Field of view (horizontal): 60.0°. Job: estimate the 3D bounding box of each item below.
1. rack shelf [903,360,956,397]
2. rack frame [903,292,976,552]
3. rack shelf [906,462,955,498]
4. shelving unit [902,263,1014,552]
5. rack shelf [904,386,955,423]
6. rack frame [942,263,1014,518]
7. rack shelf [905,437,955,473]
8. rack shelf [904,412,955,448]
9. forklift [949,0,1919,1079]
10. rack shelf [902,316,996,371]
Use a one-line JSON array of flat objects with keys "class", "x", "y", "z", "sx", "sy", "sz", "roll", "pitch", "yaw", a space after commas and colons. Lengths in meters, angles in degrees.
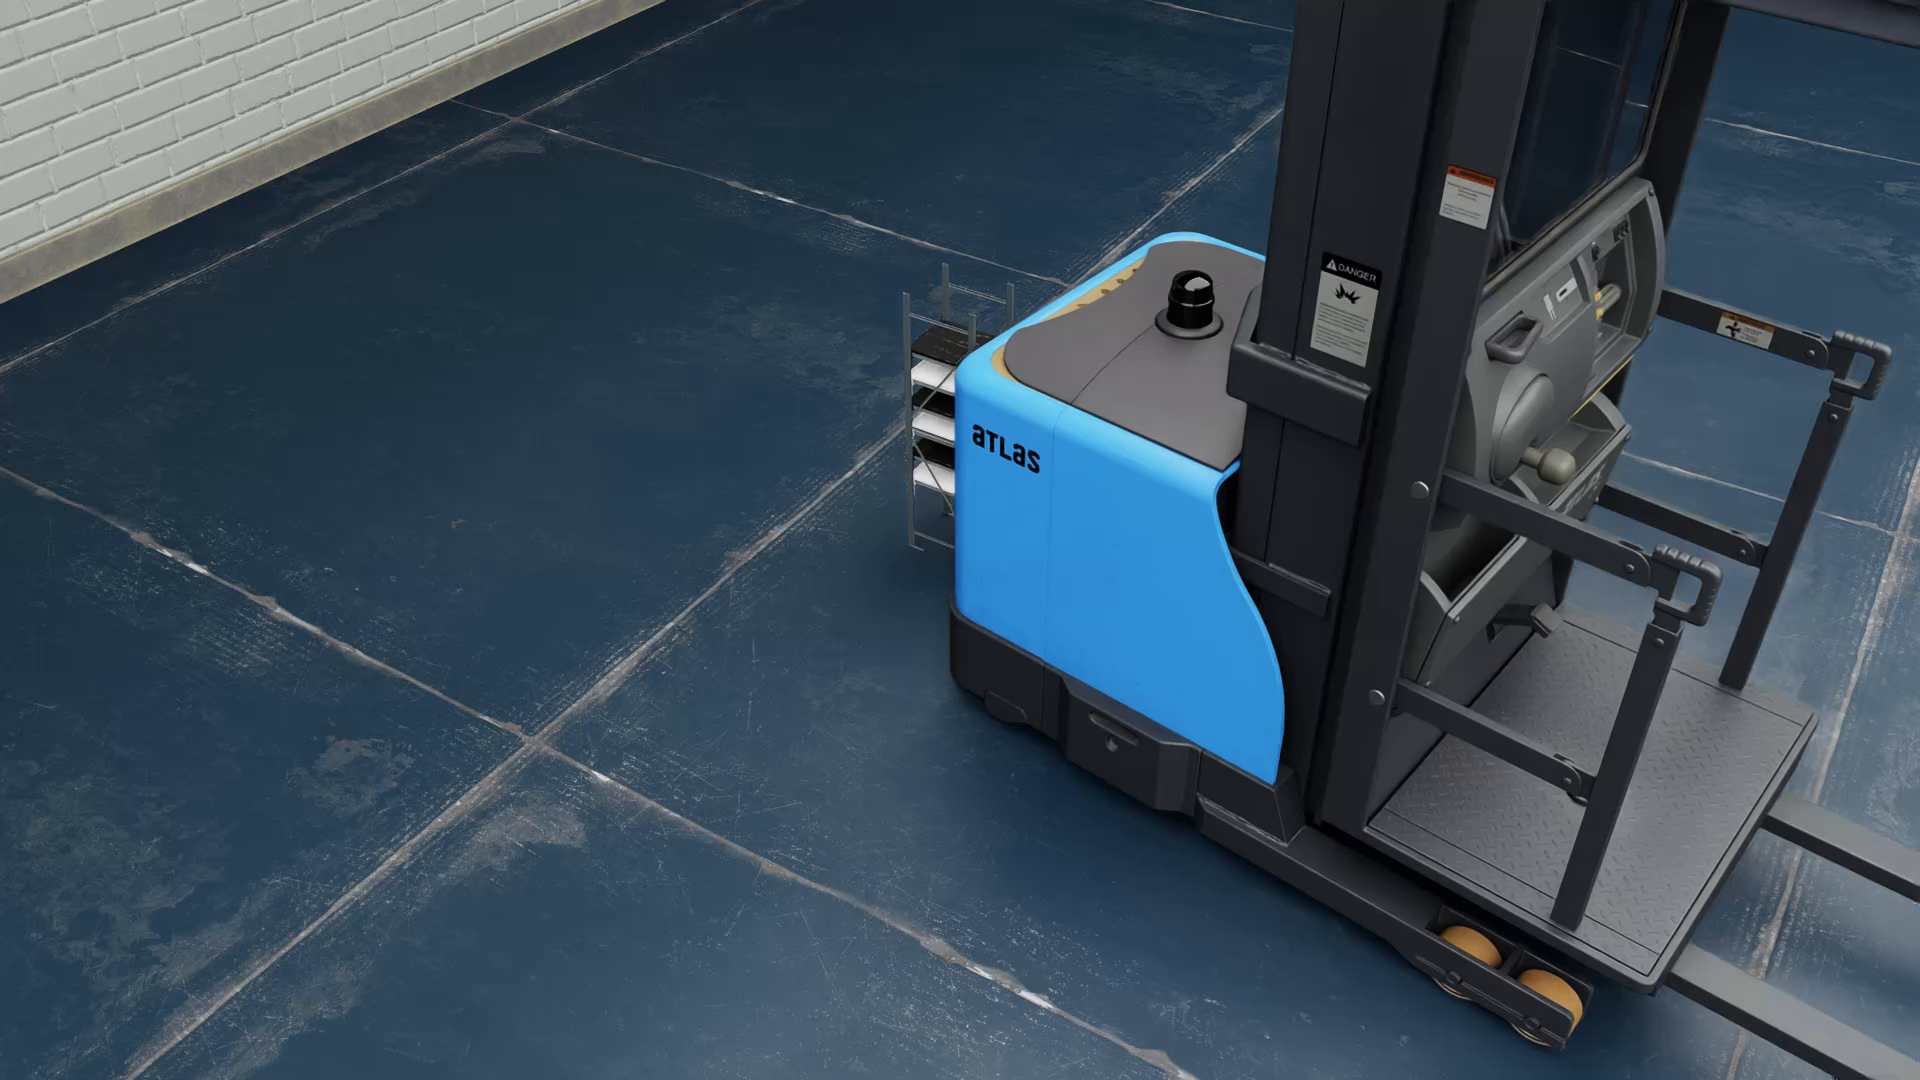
[{"class": "rack shelf", "x": -0.004, "y": -0.468, "z": 4.880, "sx": 0.258, "sy": 0.077, "sz": 0.200, "roll": 21, "pitch": 42, "yaw": 25}, {"class": "rack frame", "x": -0.059, "y": -0.300, "z": 4.902, "sx": 0.240, "sy": 0.900, "sz": 0.006, "roll": 21, "pitch": 42, "yaw": 25}, {"class": "rack shelf", "x": -0.004, "y": -0.183, "z": 5.100, "sx": 0.258, "sy": 0.077, "sz": 0.200, "roll": 21, "pitch": 42, "yaw": 25}, {"class": "shelving unit", "x": -0.004, "y": -0.352, "z": 4.970, "sx": 0.258, "sy": 0.900, "sz": 0.210, "roll": 21, "pitch": 42, "yaw": 25}, {"class": "rack shelf", "x": -0.004, "y": -0.397, "z": 4.935, "sx": 0.258, "sy": 0.077, "sz": 0.200, "roll": 21, "pitch": 42, "yaw": 25}, {"class": "rack frame", "x": 0.050, "y": -0.405, "z": 5.038, "sx": 0.240, "sy": 0.900, "sz": 0.006, "roll": 21, "pitch": 42, "yaw": 25}, {"class": "rack shelf", "x": -0.004, "y": -0.255, "z": 5.045, "sx": 0.258, "sy": 0.077, "sz": 0.200, "roll": 21, "pitch": 42, "yaw": 25}, {"class": "rack shelf", "x": -0.004, "y": -0.326, "z": 4.990, "sx": 0.258, "sy": 0.077, "sz": 0.200, "roll": 21, "pitch": 42, "yaw": 25}, {"class": "forklift", "x": 1.423, "y": -0.387, "z": 3.351, "sx": 3.031, "sy": 2.935, "sz": 1.130, "roll": 27, "pitch": 45, "yaw": 31}, {"class": "rack shelf", "x": -0.004, "y": -0.540, "z": 4.825, "sx": 0.258, "sy": 0.077, "sz": 0.200, "roll": 21, "pitch": 42, "yaw": 25}]
